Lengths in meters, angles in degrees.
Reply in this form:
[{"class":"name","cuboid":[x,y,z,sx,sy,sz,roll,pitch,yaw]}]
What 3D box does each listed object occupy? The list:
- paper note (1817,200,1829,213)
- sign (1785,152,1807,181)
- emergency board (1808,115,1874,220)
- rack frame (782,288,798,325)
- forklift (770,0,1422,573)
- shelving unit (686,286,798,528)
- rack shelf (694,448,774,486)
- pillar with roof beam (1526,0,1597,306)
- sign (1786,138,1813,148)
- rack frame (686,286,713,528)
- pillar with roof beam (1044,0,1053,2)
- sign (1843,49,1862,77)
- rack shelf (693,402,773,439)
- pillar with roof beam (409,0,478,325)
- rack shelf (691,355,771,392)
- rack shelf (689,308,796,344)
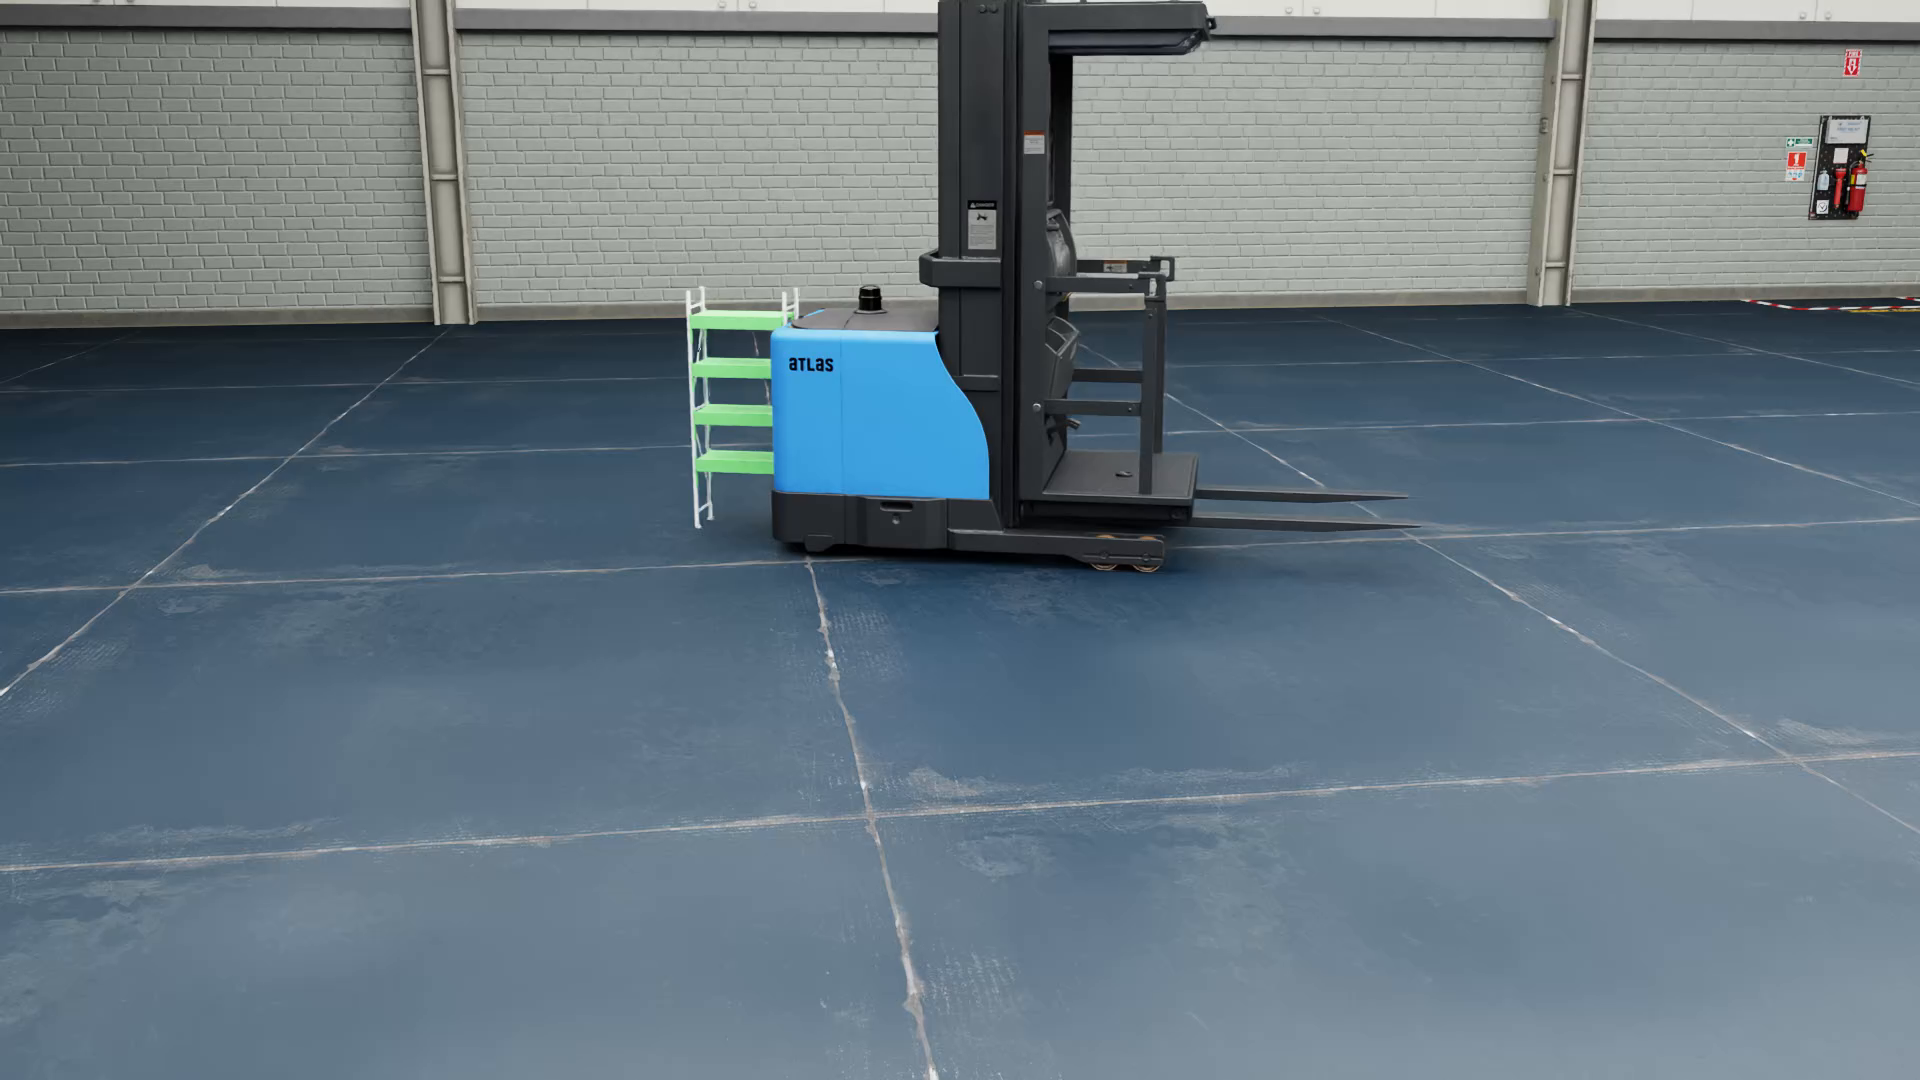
[{"class":"paper note","cuboid":[9.970,-3.849,19.215,0.142,0.148,0.016,-2,14,-8]},{"class":"sign","cuboid":[9.593,-4.288,19.081,0.234,0.329,0.001,-2,14,-8]},{"class":"emergency board","cuboid":[10.155,-4.266,19.067,0.643,1.169,0.194,-2,14,-8]},{"class":"rack frame","cuboid":[-0.838,-0.650,8.348,0.015,1.200,0.240,2,14,9]},{"class":"forklift","cuboid":[0.665,-1.411,7.824,3.031,2.935,1.130,2,14,9]},{"class":"shelving unit","cuboid":[-1.079,-0.660,8.387,0.503,1.200,0.258,2,14,9]},{"class":"rack shelf","cuboid":[-1.079,-0.365,8.461,0.480,0.148,0.258,2,14,9]},{"class":"pillar with roof beam","cuboid":[7.313,-6.004,13.661,0.400,9.000,9.100,-2,14,-8]},{"class":"sign","cuboid":[9.599,-4.543,19.009,0.331,0.109,0.001,-2,14,-8]},{"class":"rack frame","cuboid":[-1.320,-0.670,8.426,0.015,1.200,0.240,2,14,9]},{"class":"pillar with roof beam","cuboid":[1.380,-5.786,12.794,0.400,9.000,9.100,-2,14,-8]},{"class":"sign","cuboid":[10.133,-5.414,18.879,0.199,0.298,0.001,-2,14,-8]},{"class":"rack shelf","cuboid":[-1.079,-0.598,8.402,0.480,0.148,0.258,2,14,9]},{"class":"pillar with roof beam","cuboid":[-4.553,-5.569,11.927,0.400,9.000,9.100,-2,14,-8]},{"class":"rack shelf","cuboid":[-1.079,-0.831,8.344,0.480,0.148,0.258,2,14,9]},{"class":"rack shelf","cuboid":[-1.079,-1.064,8.285,0.480,0.148,0.258,2,14,9]}]
